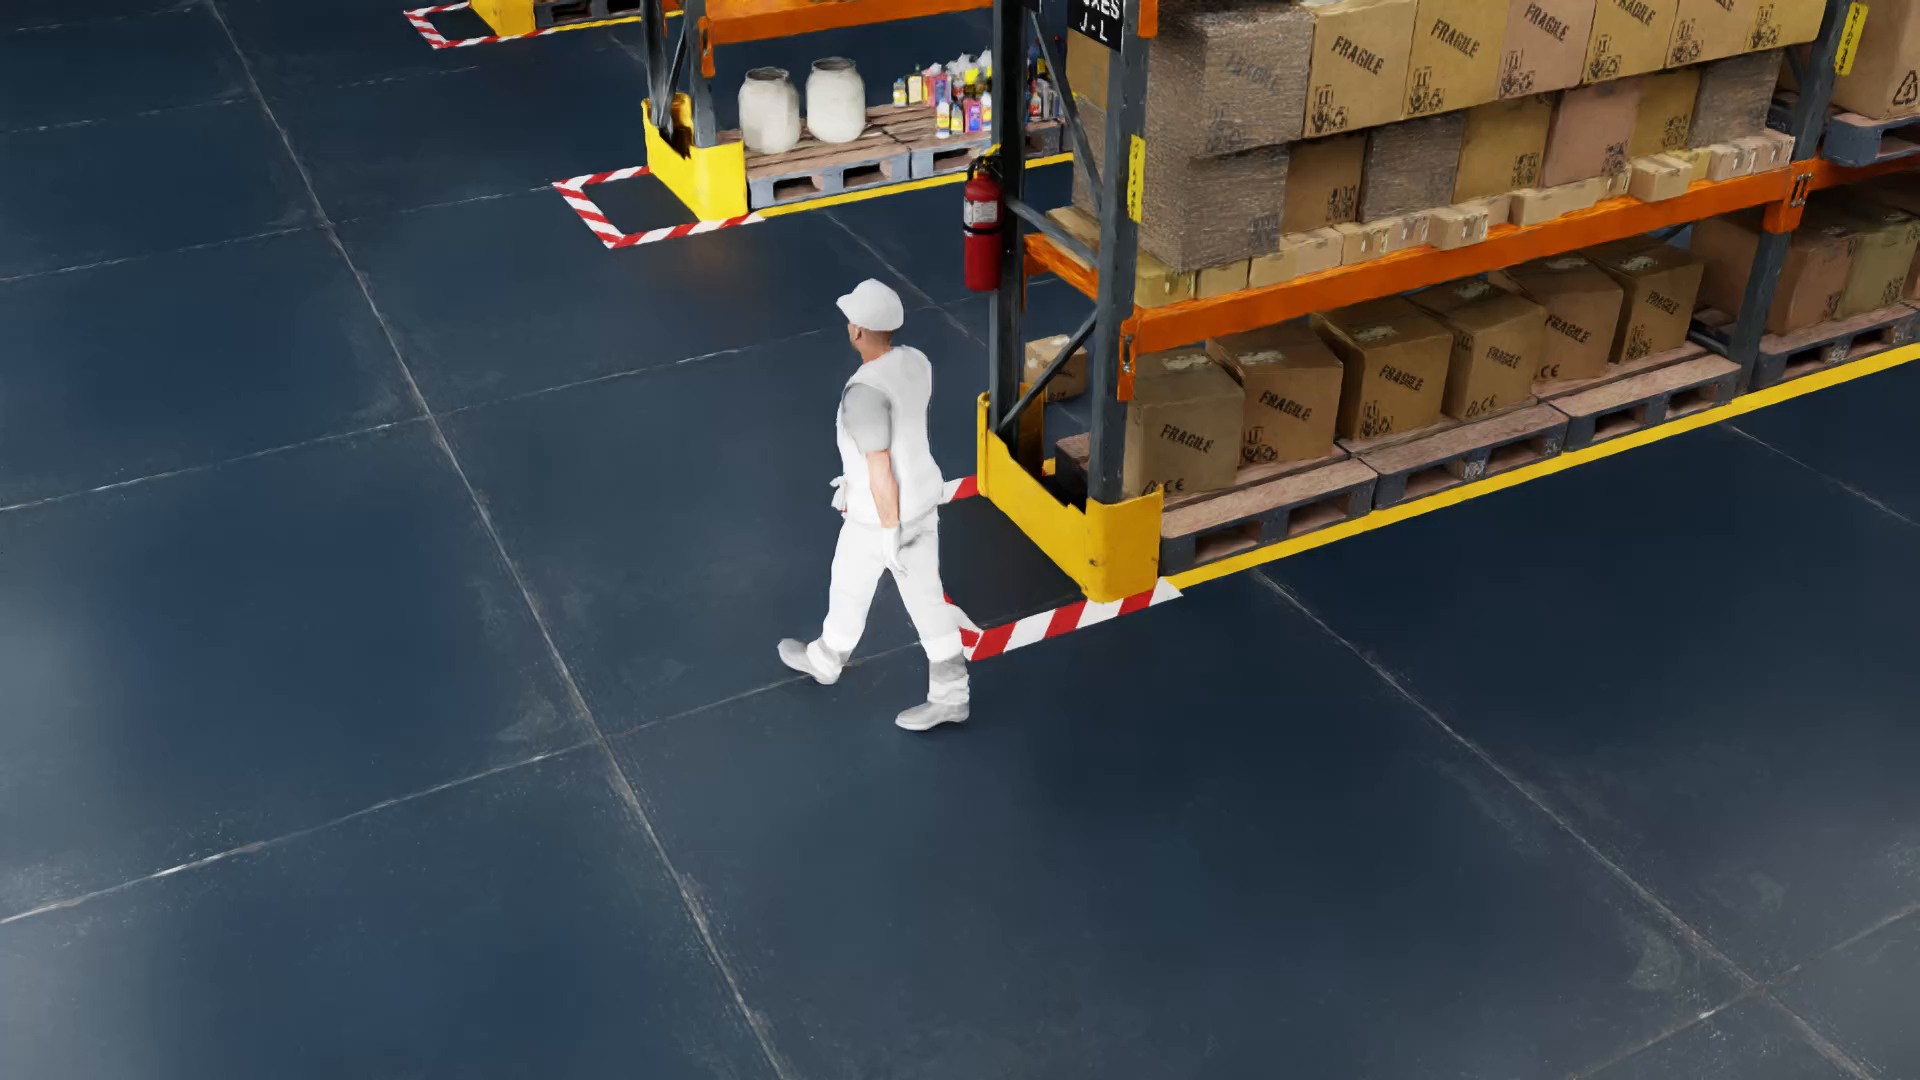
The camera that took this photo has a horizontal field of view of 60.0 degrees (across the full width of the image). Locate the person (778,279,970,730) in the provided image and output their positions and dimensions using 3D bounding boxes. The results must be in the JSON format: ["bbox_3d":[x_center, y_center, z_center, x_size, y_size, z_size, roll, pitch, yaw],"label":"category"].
[{"bbox_3d":[-0.321,-0.150,6.351,0.873,1.749,0.563,20,38,28],"label":"person"}]
